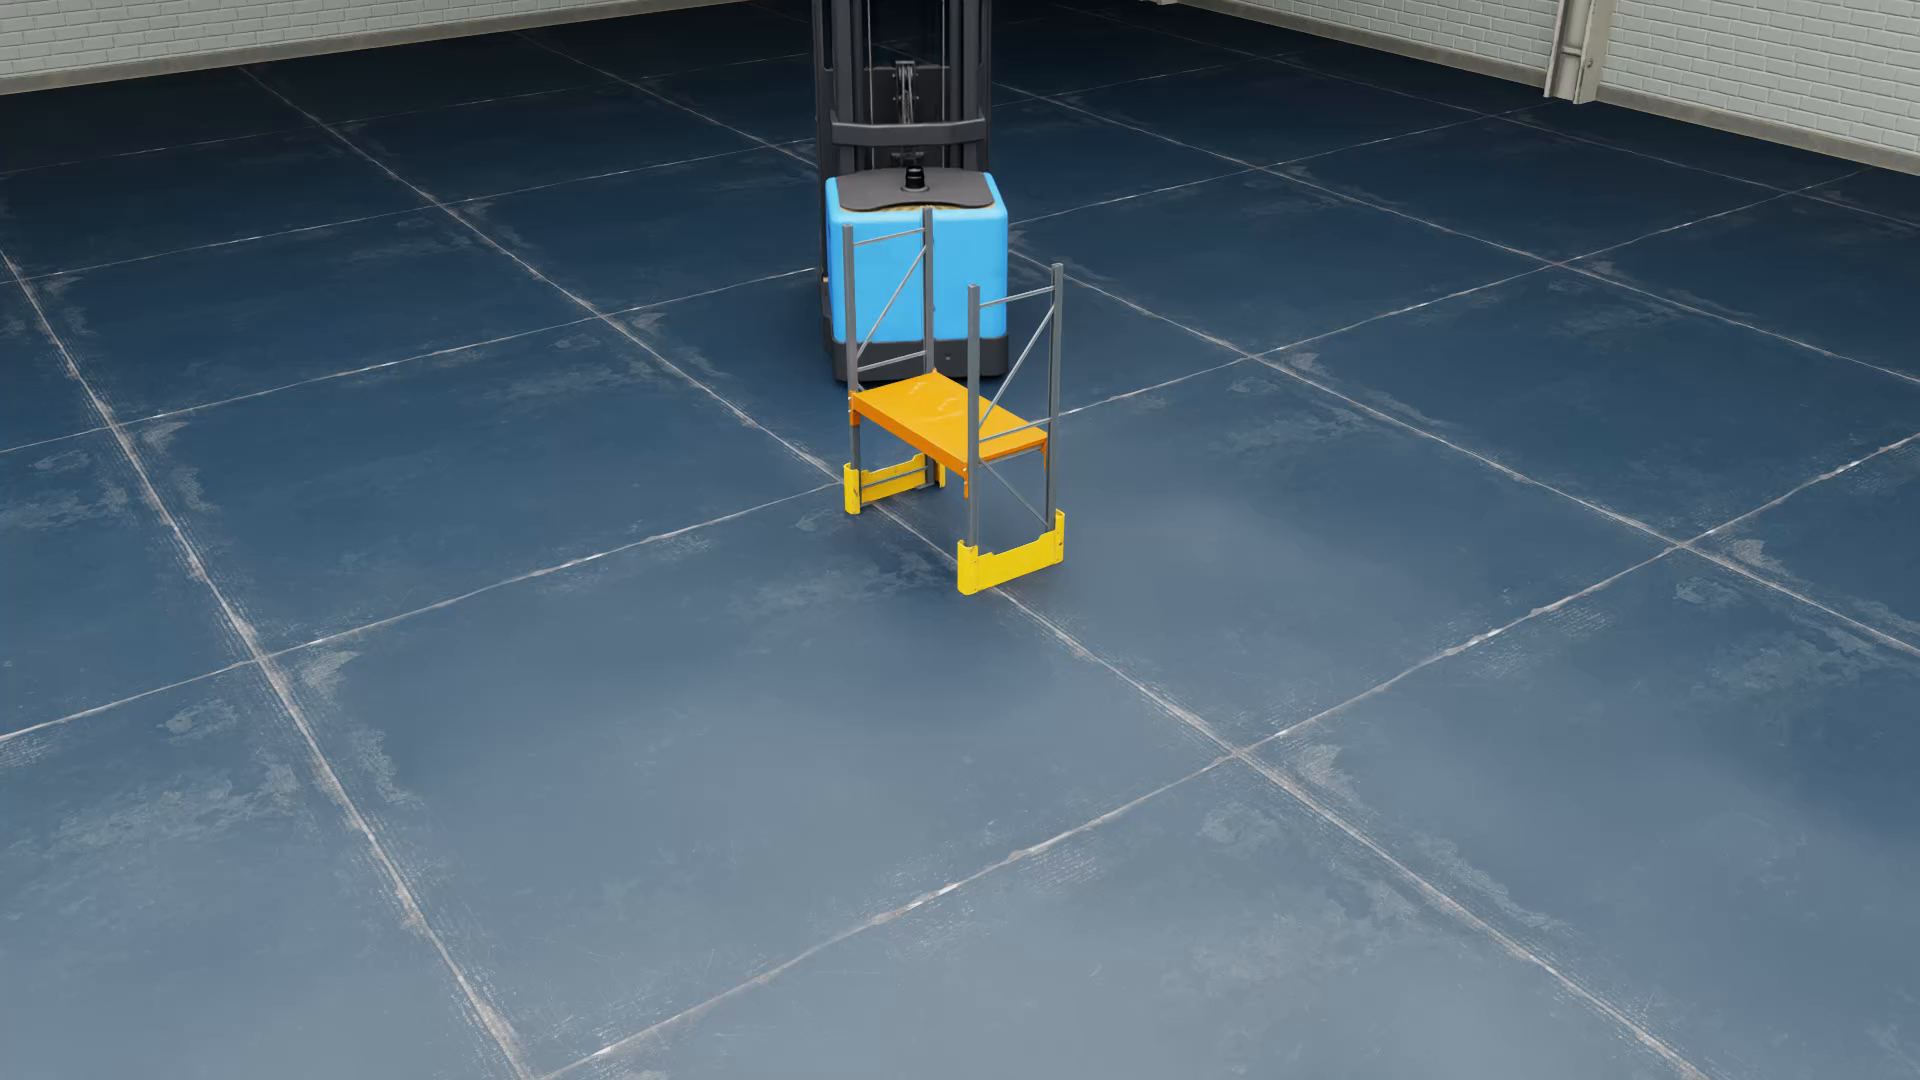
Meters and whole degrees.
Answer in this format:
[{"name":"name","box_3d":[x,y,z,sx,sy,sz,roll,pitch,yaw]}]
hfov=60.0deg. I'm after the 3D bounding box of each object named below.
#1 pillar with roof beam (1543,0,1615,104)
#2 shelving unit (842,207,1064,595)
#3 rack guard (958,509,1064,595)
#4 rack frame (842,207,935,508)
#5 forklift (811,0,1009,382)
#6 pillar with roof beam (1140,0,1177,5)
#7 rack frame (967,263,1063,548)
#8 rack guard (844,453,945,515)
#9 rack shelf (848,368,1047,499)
[{"name":"pillar with roof beam","box_3d":[2.419,-7.056,11.814,9.100,9.000,0.400,-19,34,-31]},{"name":"shelving unit","box_3d":[-0.044,-0.689,7.947,0.587,1.500,1.083,-19,34,-31]},{"name":"rack guard","box_3d":[0.245,0.054,7.888,0.587,0.250,0.087,-19,34,-31]},{"name":"rack frame","box_3d":[-0.344,-0.890,8.317,0.500,1.500,0.032,-19,34,-31]},{"name":"forklift","box_3d":[-0.381,-2.899,10.517,1.130,2.935,3.031,-3,29,-5]},{"name":"pillar with roof beam","box_3d":[-1.061,-9.389,16.109,9.100,9.000,0.400,-19,34,-31]},{"name":"rack frame","box_3d":[0.245,-0.495,7.589,0.500,1.500,0.032,-19,34,-31]},{"name":"rack guard","box_3d":[-0.333,-0.333,8.601,0.587,0.250,0.087,-19,34,-31]},{"name":"rack shelf","box_3d":[-0.049,-0.534,8.039,0.538,0.185,1.000,-19,34,-31]}]
